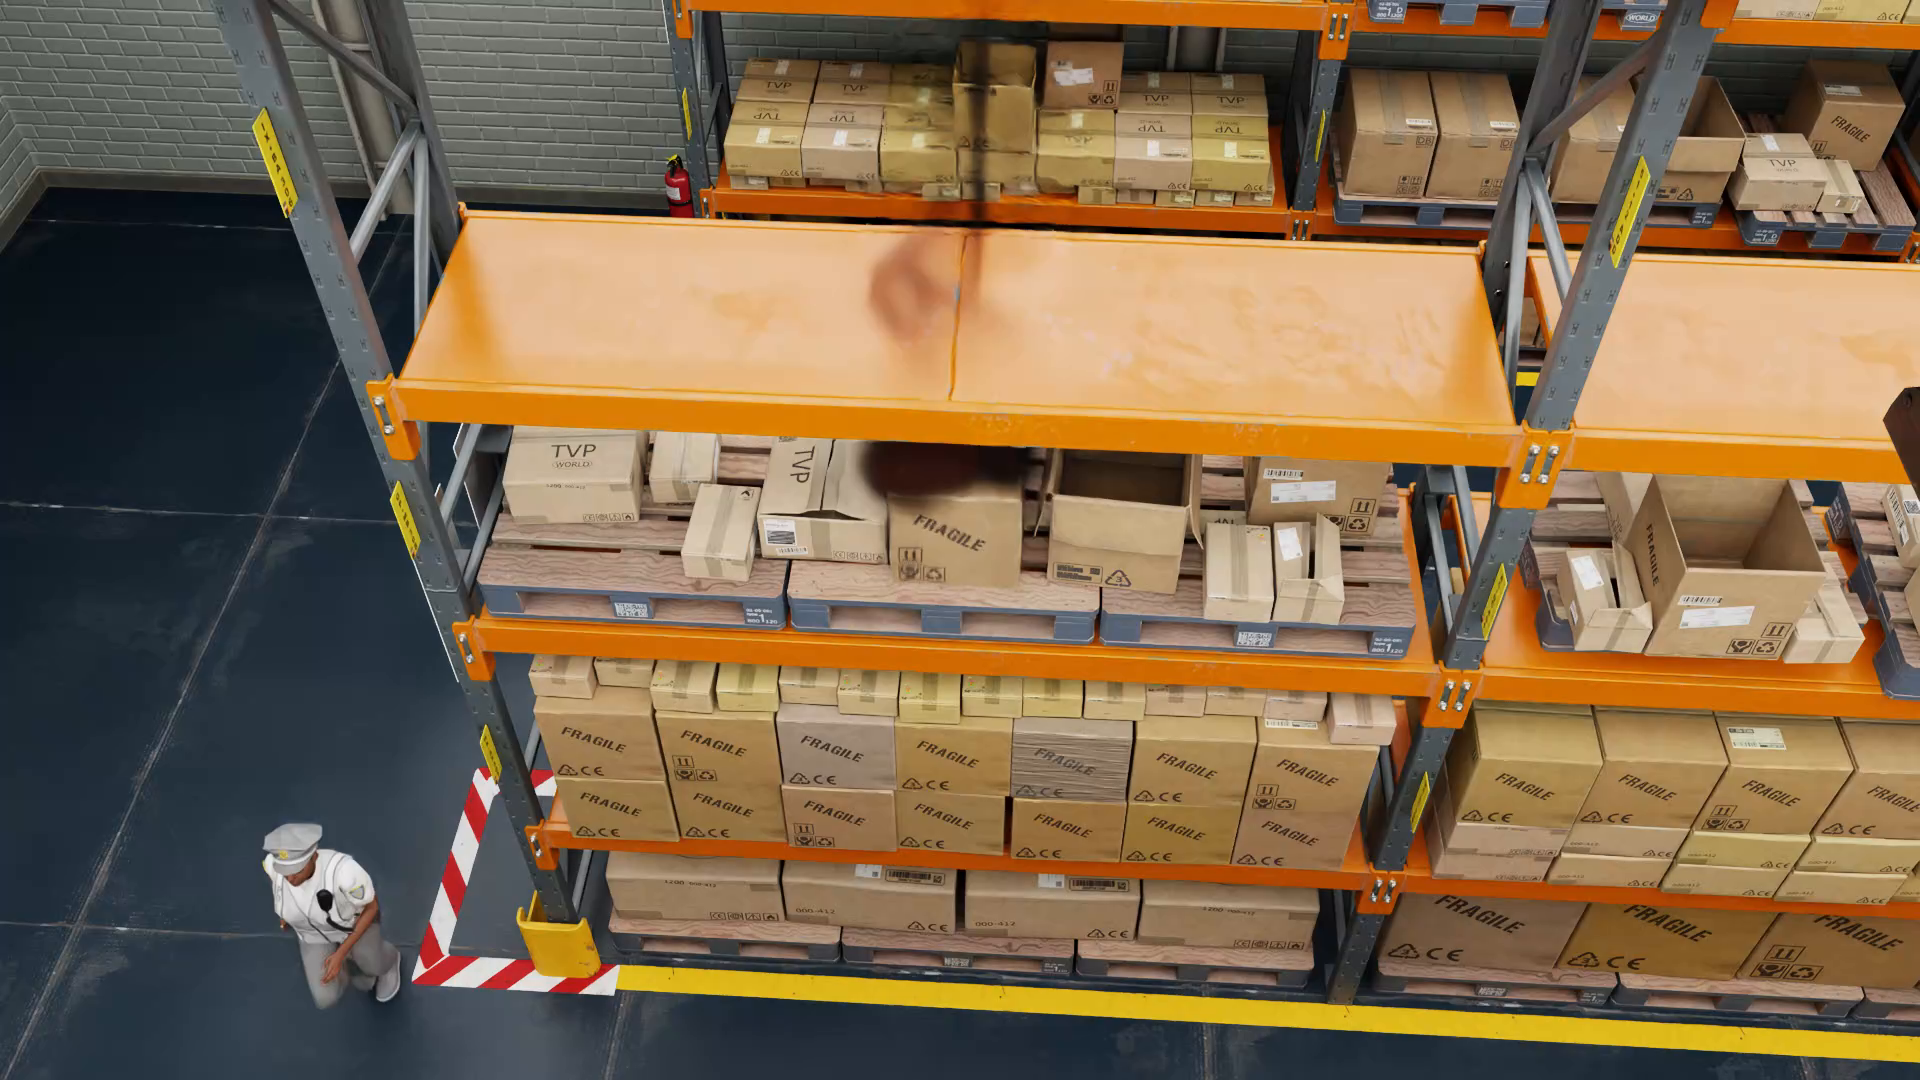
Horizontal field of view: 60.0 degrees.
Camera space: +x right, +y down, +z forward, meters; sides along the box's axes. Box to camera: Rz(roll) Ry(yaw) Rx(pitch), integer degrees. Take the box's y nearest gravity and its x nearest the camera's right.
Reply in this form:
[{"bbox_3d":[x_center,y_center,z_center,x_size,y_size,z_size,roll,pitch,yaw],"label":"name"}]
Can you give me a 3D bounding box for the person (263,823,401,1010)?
[{"bbox_3d":[-2.998,1.870,7.934,0.553,1.641,0.653,-1,48,-1],"label":"person"}]
